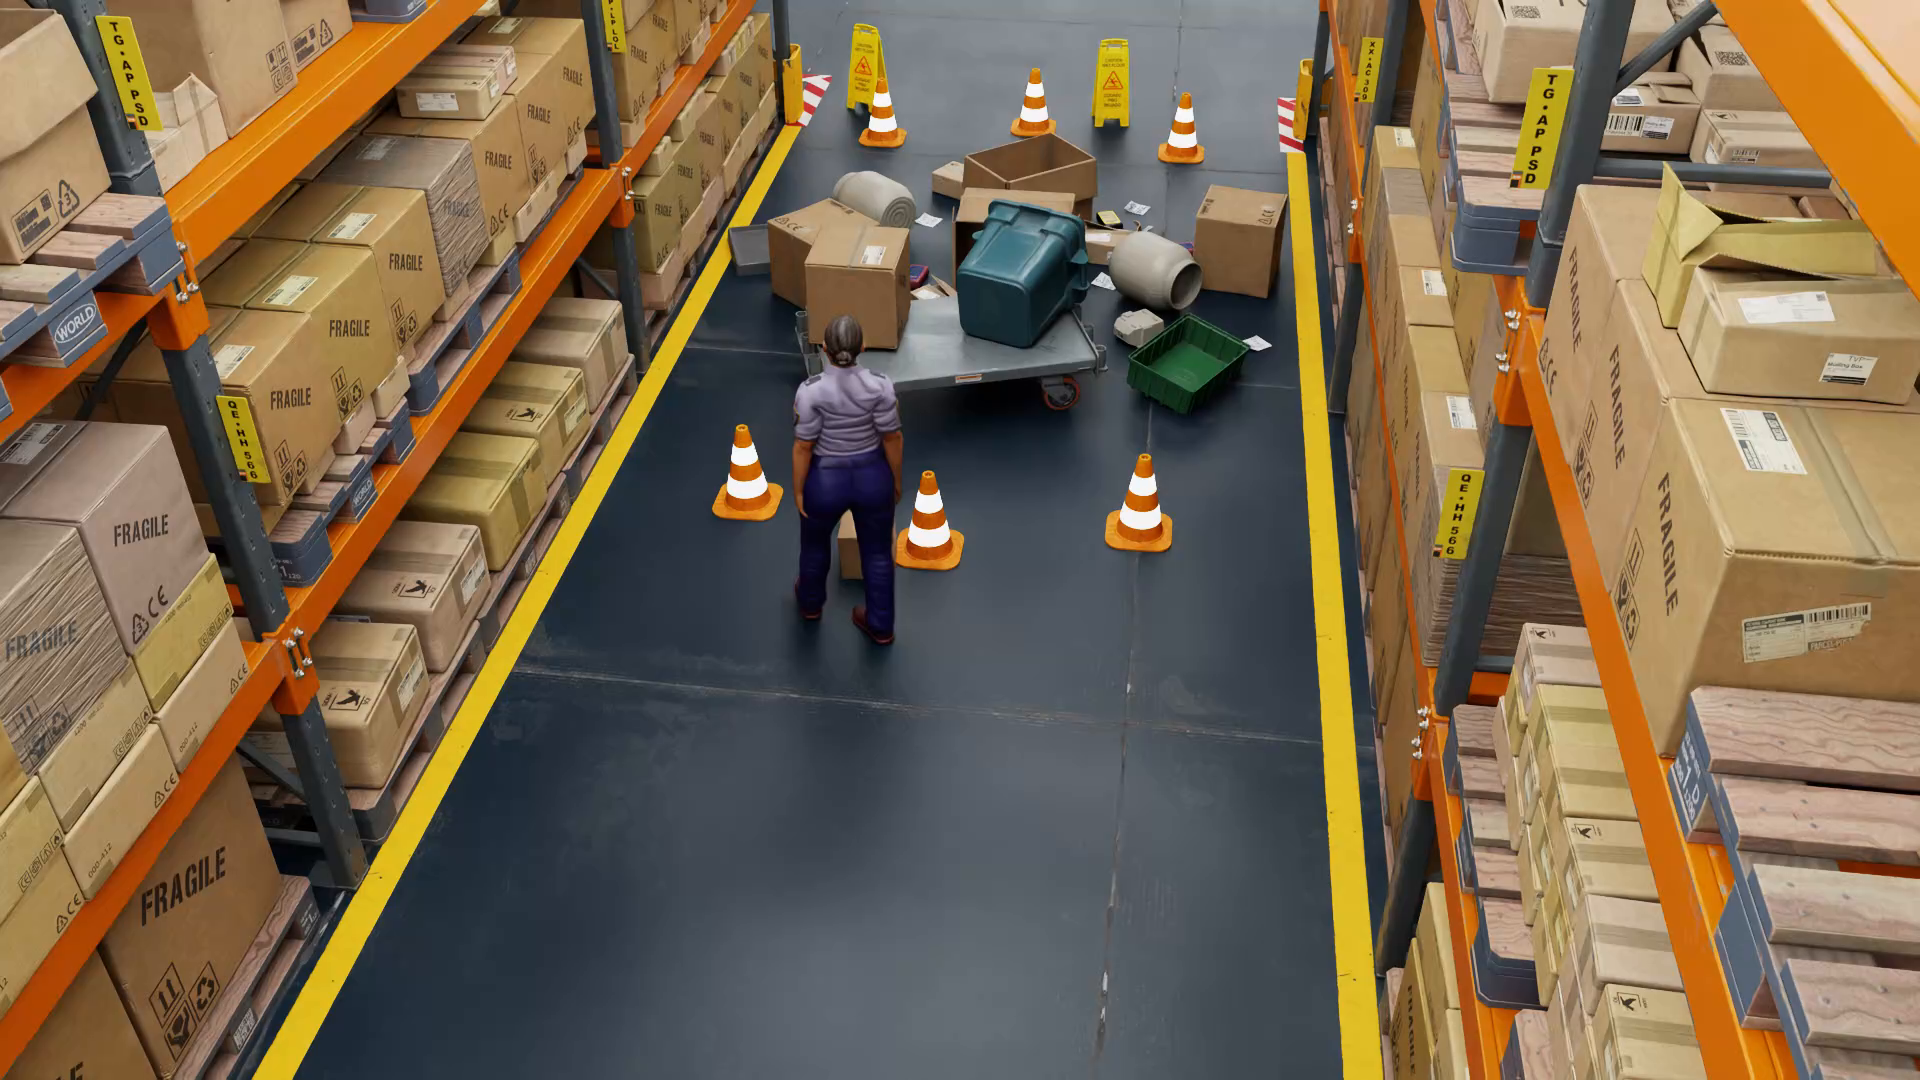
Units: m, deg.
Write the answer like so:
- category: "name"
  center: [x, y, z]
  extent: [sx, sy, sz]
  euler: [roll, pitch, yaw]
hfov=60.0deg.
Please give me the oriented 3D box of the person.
- category: "person"
  center: [-0.519, -0.310, 7.462]
  extent: [0.493, 1.644, 0.551]
  euler: [-8, 37, -10]
